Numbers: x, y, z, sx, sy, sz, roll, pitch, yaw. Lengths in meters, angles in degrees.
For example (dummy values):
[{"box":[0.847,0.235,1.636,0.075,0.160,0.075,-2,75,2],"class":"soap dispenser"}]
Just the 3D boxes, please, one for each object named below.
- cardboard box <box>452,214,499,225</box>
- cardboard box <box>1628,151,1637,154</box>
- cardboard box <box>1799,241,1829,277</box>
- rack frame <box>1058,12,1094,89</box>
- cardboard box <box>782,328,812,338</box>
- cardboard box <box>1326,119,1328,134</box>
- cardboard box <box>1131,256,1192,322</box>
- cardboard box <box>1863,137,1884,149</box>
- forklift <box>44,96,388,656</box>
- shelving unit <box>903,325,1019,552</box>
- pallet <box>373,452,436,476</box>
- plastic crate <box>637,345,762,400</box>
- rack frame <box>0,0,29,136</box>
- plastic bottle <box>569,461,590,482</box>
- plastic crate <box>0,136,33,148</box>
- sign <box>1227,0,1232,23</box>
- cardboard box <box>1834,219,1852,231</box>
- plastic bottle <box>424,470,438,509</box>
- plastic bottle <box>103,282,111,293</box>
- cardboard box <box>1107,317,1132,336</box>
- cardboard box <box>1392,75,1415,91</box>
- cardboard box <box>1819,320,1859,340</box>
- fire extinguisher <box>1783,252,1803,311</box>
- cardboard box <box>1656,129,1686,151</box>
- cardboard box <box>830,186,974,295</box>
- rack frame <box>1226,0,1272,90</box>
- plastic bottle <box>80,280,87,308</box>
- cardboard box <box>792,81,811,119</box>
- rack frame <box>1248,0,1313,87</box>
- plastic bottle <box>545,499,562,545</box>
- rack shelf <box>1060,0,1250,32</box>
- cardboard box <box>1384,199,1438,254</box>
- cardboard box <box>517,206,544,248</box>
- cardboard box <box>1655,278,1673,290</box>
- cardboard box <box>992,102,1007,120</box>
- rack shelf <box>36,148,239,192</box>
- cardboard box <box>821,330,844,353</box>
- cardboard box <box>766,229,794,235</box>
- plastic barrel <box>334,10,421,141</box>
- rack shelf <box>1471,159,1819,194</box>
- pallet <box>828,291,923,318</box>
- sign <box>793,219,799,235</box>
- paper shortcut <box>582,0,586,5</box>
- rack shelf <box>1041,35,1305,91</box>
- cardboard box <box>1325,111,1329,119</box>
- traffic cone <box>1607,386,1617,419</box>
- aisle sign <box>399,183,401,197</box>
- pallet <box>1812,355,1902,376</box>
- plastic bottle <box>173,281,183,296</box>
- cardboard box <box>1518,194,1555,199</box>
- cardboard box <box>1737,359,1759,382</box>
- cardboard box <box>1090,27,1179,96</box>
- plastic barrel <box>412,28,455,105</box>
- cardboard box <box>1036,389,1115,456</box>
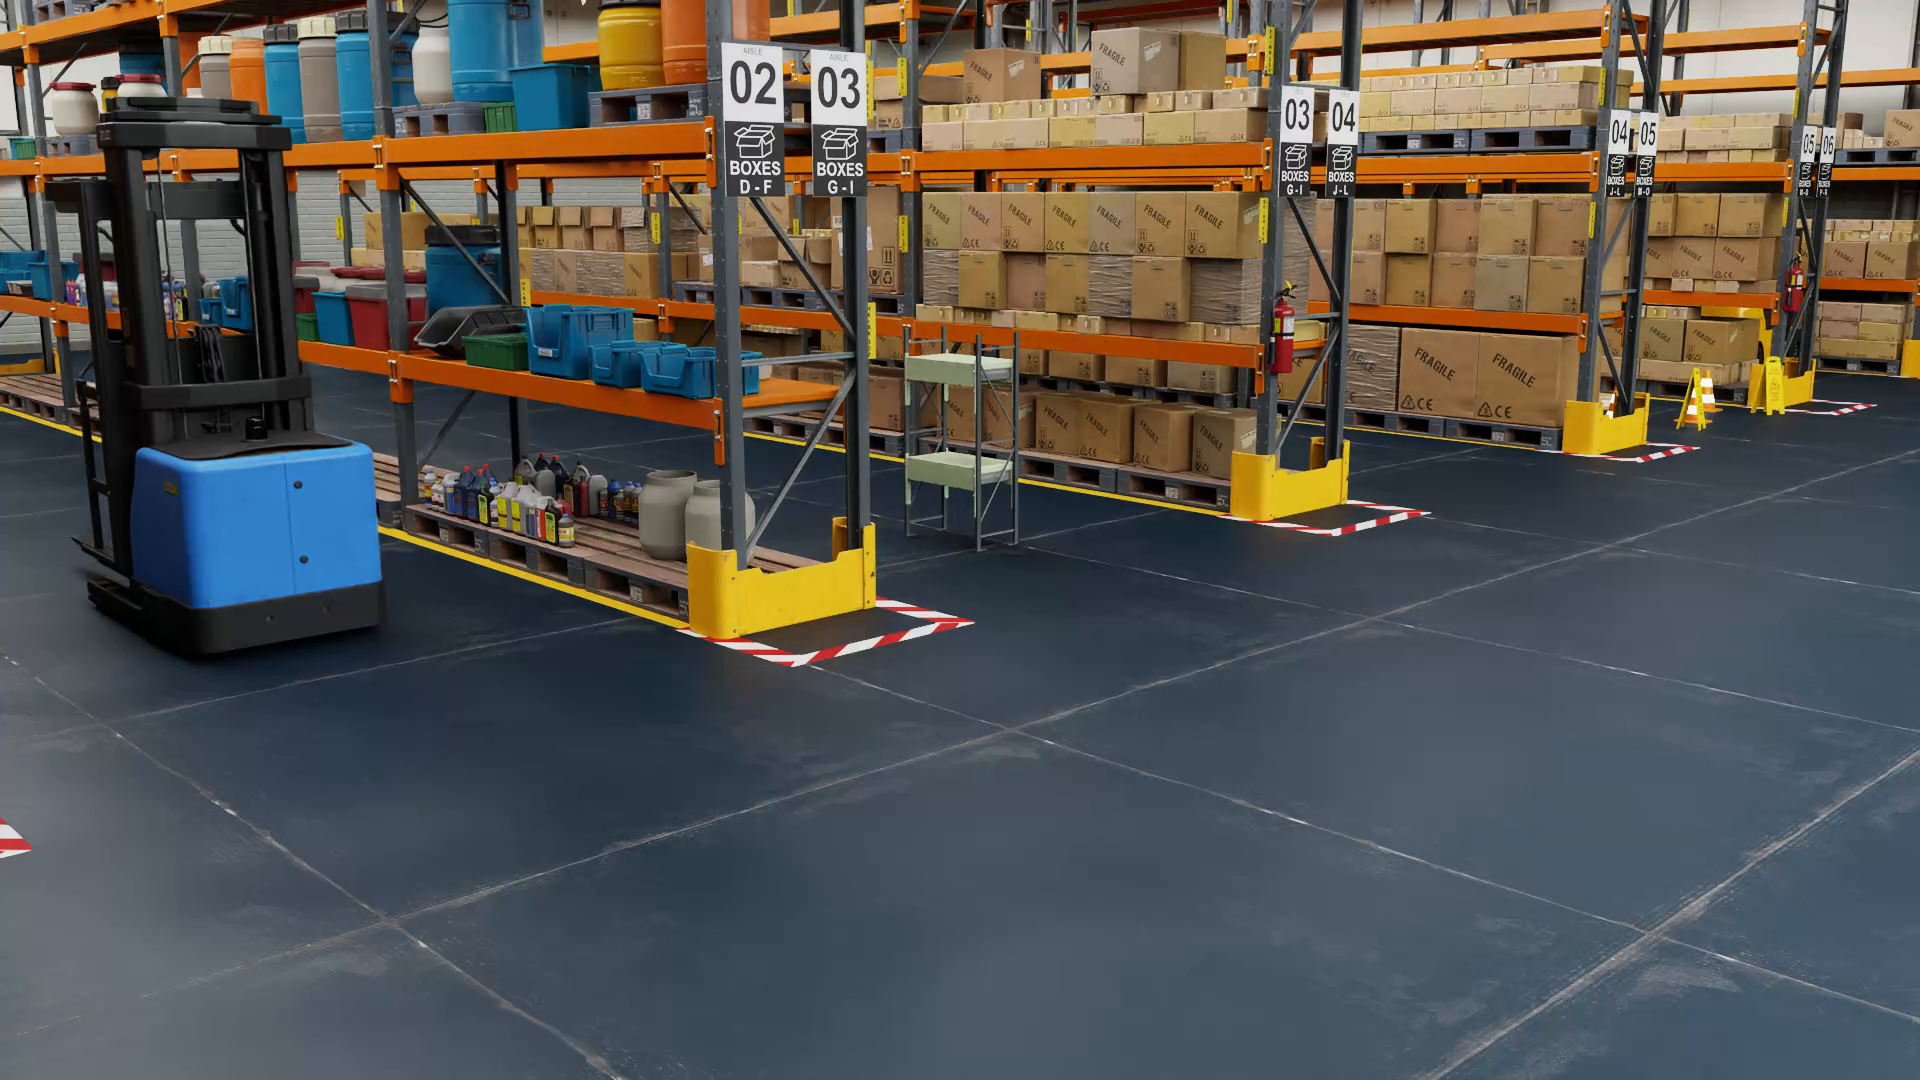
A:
[{"box":[-6.150,-3.923,21.298,0.500,0.500,0.500,-10,15,-41],"class":"cardboard box"},{"box":[8.274,-4.661,20.290,0.380,0.149,0.250,-11,16,-43],"class":"cardboard box"},{"box":[12.168,-4.012,23.703,0.500,0.500,0.500,-11,16,-44],"class":"cardboard box"},{"box":[2.354,-9.049,33.534,1.000,3.000,0.127,-11,16,-43],"class":"rack frame"},{"box":[-2.429,-3.087,24.750,0.380,0.149,0.250,-10,16,-41],"class":"cardboard box"},{"box":[3.900,-4.389,17.682,0.380,0.149,0.250,-11,16,-43],"class":"cardboard box"},{"box":[1.856,-2.038,13.384,0.875,0.500,0.500,-11,16,-43],"class":"cardboard box"},{"box":[12.611,-5.455,22.858,0.250,0.149,0.380,11,16,44],"class":"cardboard box"},{"box":[-4.572,-1.060,9.794,1.130,2.935,3.031,-10,15,-41],"class":"forklift"},{"box":[0.005,-0.734,11.755,0.431,1.500,0.755,-11,16,-43],"class":"shelving unit"},{"box":[-5.113,-0.518,13.902,1.003,0.211,1.213,-11,16,-43],"class":"pallet"},{"box":[-1.496,-0.971,9.560,0.499,0.251,0.616,-11,16,-43],"class":"plastic crate"},{"box":[-11.983,-6.286,20.122,1.000,3.000,0.127,-11,16,-43],"class":"rack frame"},{"box":[-2.687,-0.385,11.823,0.144,0.351,0.185,-11,16,-43],"class":"plastic bottle"},{"box":[-10.676,-4.392,18.657,0.437,0.282,0.530,-11,16,-43],"class":"plastic crate"},{"box":[3.892,-7.647,24.019,0.100,0.325,0.005,-11,16,-43],"class":"sign"},{"box":[12.492,-4.424,23.359,0.380,0.149,0.250,-11,16,-42],"class":"cardboard box"},{"box":[-3.793,-0.368,11.935,0.097,0.271,0.097,0,12,0],"class":"plastic bottle"},{"box":[-8.537,-2.447,16.664,0.152,0.276,0.135,-11,16,-43],"class":"plastic bottle"},{"box":[1.427,-1.773,13.705,0.380,0.149,0.250,-11,16,-43],"class":"cardboard box"},{"box":[4.599,-4.632,16.884,0.380,0.149,0.250,-11,16,-43],"class":"cardboard box"},{"box":[12.502,-2.982,23.486,0.500,0.250,0.500,-11,16,-43],"class":"cardboard box"},{"box":[9.562,-2.965,19.061,0.296,0.674,0.183,-11,16,-43],"class":"fire extinguisher"},{"box":[8.559,-4.811,20.030,0.500,0.250,0.500,-10,16,-41],"class":"cardboard box"},{"box":[-0.561,-2.922,16.131,1.000,1.000,1.000,-11,16,-42],"class":"cardboard box"},{"box":[4.291,-7.190,24.508,1.000,3.000,0.127,-11,16,-43],"class":"rack frame"},{"box":[-8.924,-2.529,17.061,0.152,0.276,0.135,-11,16,-43],"class":"plastic bottle"},{"box":[-1.673,-4.451,17.161,0.500,0.500,0.500,-11,16,-42],"class":"cardboard box"},{"box":[3.543,-5.901,18.254,1.000,3.000,0.127,-11,16,-43],"class":"rack frame"},{"box":[-2.613,-0.119,10.697,0.061,0.283,0.133,-10,16,-41],"class":"plastic bottle"},{"box":[3.735,-10.033,31.855,1.077,0.370,4.000,-11,16,-43],"class":"rack shelf"},{"box":[4.882,-3.268,17.294,0.875,0.550,0.500,-11,16,-43],"class":"cardboard box"},{"box":[-5.192,-3.902,20.685,0.637,0.503,0.797,11,16,44],"class":"cardboard box"},{"box":[8.711,-3.138,20.330,0.380,0.149,0.250,-11,16,-42],"class":"cardboard box"},{"box":[0.494,-3.685,14.316,0.380,0.149,0.250,-10,15,-41],"class":"cardboard box"},{"box":[-7.840,-3.589,16.247,1.077,0.370,4.000,-11,16,-43],"class":"rack shelf"},{"box":[-1.663,-2.967,24.034,0.500,0.500,0.500,-10,15,-40],"class":"cardboard box"},{"box":[-2.520,-4.356,24.638,0.500,0.500,0.500,-11,16,-42],"class":"cardboard box"},{"box":[-4.204,-3.355,12.087,0.600,0.901,0.708,-11,16,-43],"class":"plastic barrel"},{"box":[8.435,-4.492,20.633,1.077,0.370,4.000,-11,16,-43],"class":"rack shelf"},{"box":[-0.537,-2.324,16.236,1.003,0.211,1.213,-11,16,-43],"class":"pallet"},{"box":[-2.369,-4.478,24.067,0.100,0.325,0.005,-11,16,-43],"class":"sign"},{"box":[-4.168,-5.996,18.371,0.009,0.170,0.078,4,-25,-45],"class":"paper shortcut"},{"box":[2.162,-5.645,19.784,1.077,0.370,4.000,-11,16,-43],"class":"rack shelf"},{"box":[4.028,-4.575,17.598,0.500,0.250,0.500,-11,16,-43],"class":"cardboard box"},{"box":[6.966,-1.412,17.619,0.336,0.463,0.334,-11,16,-43],"class":"traffic cone"},{"box":[-8.234,-5.363,24.069,0.394,0.787,0.004,-11,16,-43],"class":"aisle sign"},{"box":[12.845,-2.516,23.601,1.003,0.211,1.213,-11,16,-43],"class":"pallet"},{"box":[-7.939,-2.488,16.873,0.097,0.271,0.097,0,12,0],"class":"plastic bottle"},{"box":[7.537,-4.180,21.303,0.700,0.500,0.500,-11,16,-42],"class":"cardboard box"},{"box":[9.459,-2.099,20.439,0.500,0.250,0.500,-11,16,-43],"class":"cardboard box"},{"box":[1.395,-3.802,13.277,0.500,0.500,0.500,-11,16,-43],"class":"cardboard box"},{"box":[-3.541,-3.236,11.432,0.421,0.512,0.421,0,12,0],"class":"plastic barrel"},{"box":[1.020,-1.042,14.689,0.500,0.500,0.500,10,15,40],"class":"cardboard box"}]
